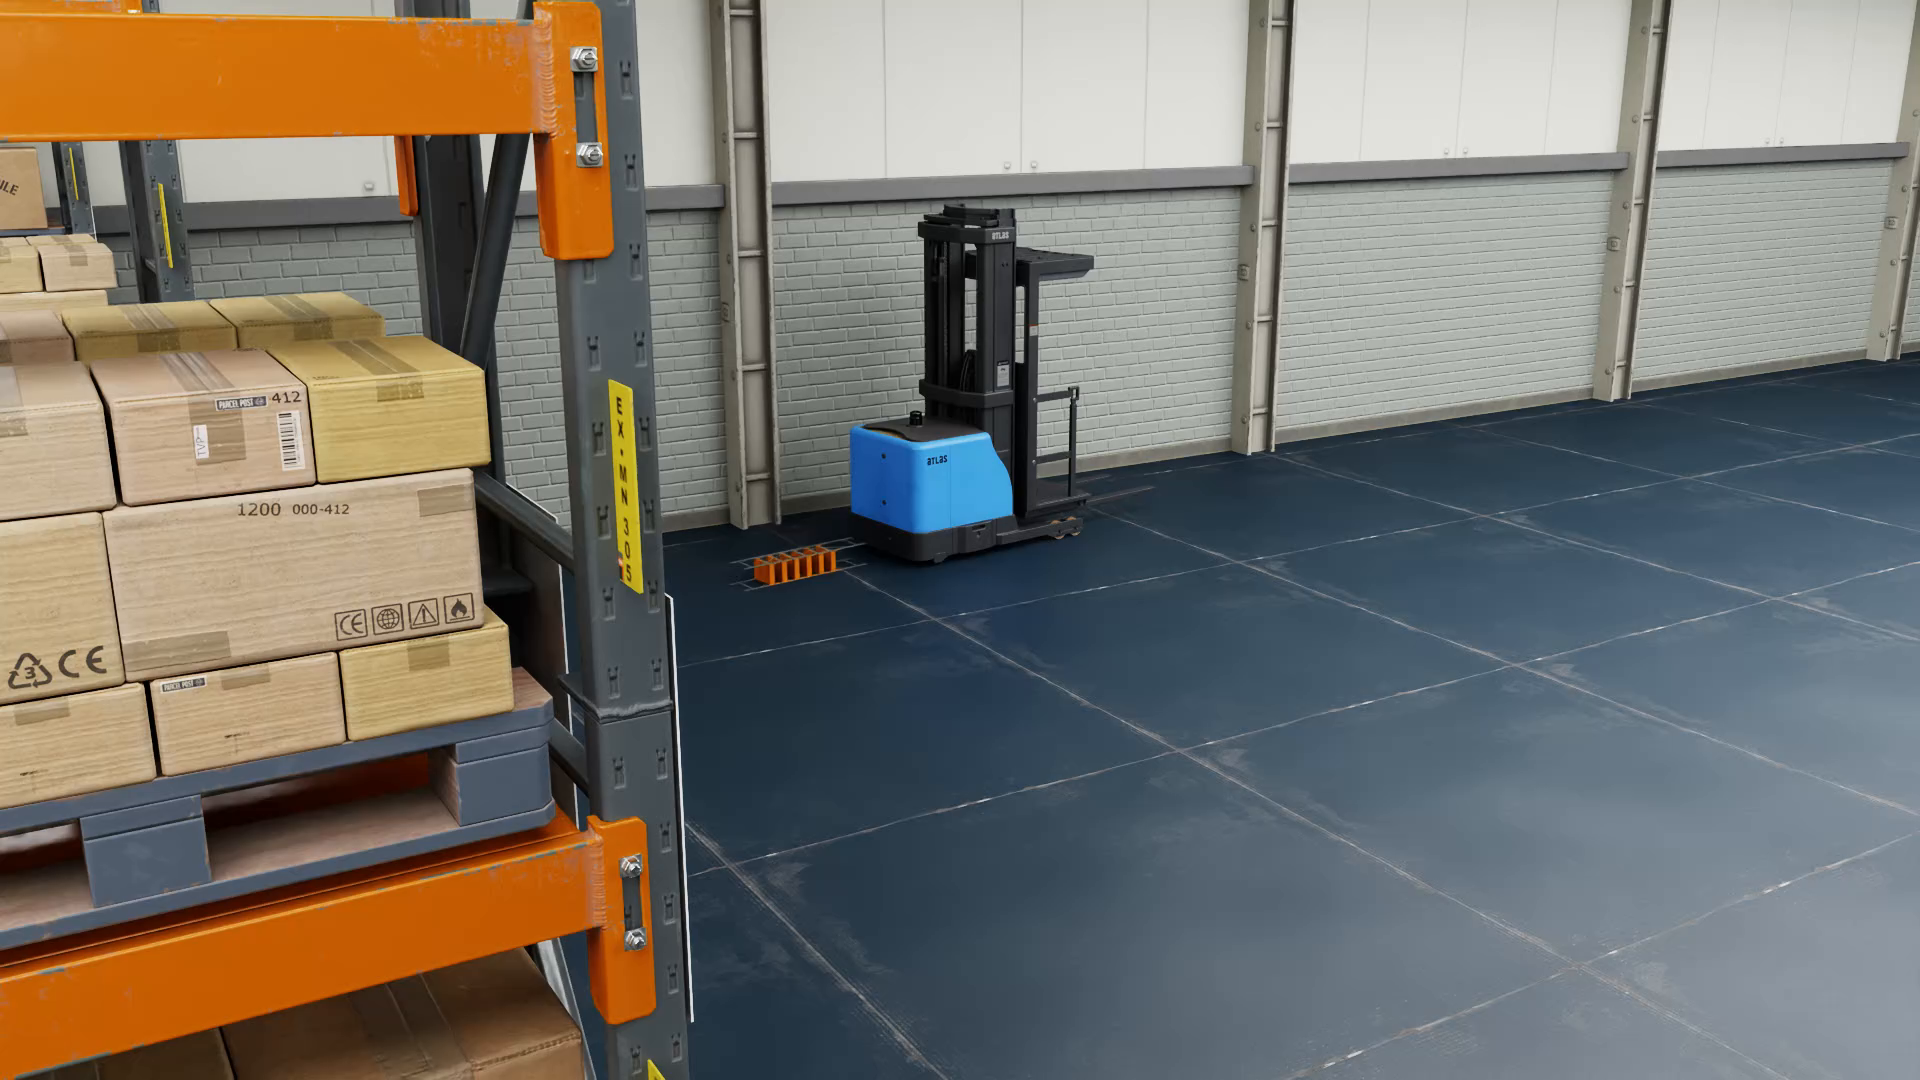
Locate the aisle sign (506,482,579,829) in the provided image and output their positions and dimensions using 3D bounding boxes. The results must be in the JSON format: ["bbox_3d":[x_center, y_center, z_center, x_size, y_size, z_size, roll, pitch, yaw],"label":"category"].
[{"bbox_3d":[-0.884,0.291,3.498,0.004,0.787,0.394,-9,18,-30],"label":"aisle sign"}]

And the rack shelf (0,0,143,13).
[{"bbox_3d":[-5.141,-1.772,5.898,4.000,0.370,1.077,-9,18,-30],"label":"rack shelf"}]

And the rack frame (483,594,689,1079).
[{"bbox_3d":[-0.791,1.622,3.566,0.127,3.000,1.000,-9,18,-30],"label":"rack frame"}]

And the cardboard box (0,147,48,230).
[{"bbox_3d":[-6.240,-2.282,10.788,0.500,0.500,0.500,-9,18,-28],"label":"cardboard box"}]

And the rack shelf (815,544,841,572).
[{"bbox_3d":[-1.116,0.147,14.015,0.103,0.180,0.258,-12,20,-36],"label":"rack shelf"}]

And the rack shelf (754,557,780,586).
[{"bbox_3d":[-1.588,0.251,13.658,0.103,0.180,0.258,-12,20,-36],"label":"rack shelf"}]

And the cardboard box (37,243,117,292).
[{"bbox_3d":[-3.564,-1.101,6.712,0.250,0.149,0.380,-9,18,-29],"label":"cardboard box"}]

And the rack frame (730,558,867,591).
[{"bbox_3d":[-1.339,0.284,13.871,1.200,0.006,0.240,-12,20,-36],"label":"rack frame"}]

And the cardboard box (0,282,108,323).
[{"bbox_3d":[-3.726,-0.891,6.701,0.500,0.250,0.500,-9,18,-30],"label":"cardboard box"}]

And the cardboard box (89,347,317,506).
[{"bbox_3d":[-1.119,-0.176,2.448,0.250,0.149,0.380,-9,18,-29],"label":"cardboard box"}]

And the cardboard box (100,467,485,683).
[{"bbox_3d":[-1.066,-0.011,2.598,0.500,0.250,0.500,-9,18,-29],"label":"cardboard box"}]

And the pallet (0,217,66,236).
[{"bbox_3d":[-6.606,-1.967,10.975,1.213,0.211,1.003,-9,18,-30],"label":"pallet"}]

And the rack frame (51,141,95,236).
[{"bbox_3d":[-5.986,-3.546,10.887,0.127,3.000,1.000,-9,18,-30],"label":"rack frame"}]

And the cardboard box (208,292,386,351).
[{"bbox_3d":[-1.241,-0.363,3.115,0.250,0.149,0.380,-9,18,-29],"label":"cardboard box"}]

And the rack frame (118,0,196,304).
[{"bbox_3d":[-3.427,-2.398,6.792,0.127,3.000,1.000,-9,18,-30],"label":"rack frame"}]

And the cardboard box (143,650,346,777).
[{"bbox_3d":[-1.118,0.208,2.556,0.250,0.149,0.380,-9,18,-29],"label":"cardboard box"}]

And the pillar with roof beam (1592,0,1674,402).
[{"bbox_3d":[10.599,-5.164,16.658,0.400,9.000,9.100,-9,18,-30],"label":"pillar with roof beam"}]

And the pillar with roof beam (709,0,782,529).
[{"bbox_3d":[0.313,-3.496,10.708,0.400,9.000,9.100,-9,18,-30],"label":"pillar with roof beam"}]

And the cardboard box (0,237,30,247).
[{"bbox_3d":[-4.044,-1.176,6.977,0.250,0.149,0.380,-9,18,-30],"label":"cardboard box"}]

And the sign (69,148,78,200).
[{"bbox_3d":[-5.719,-2.362,10.728,0.005,0.325,0.100,-9,18,-30],"label":"sign"}]

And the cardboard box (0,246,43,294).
[{"bbox_3d":[-3.805,-1.074,6.616,0.250,0.149,0.380,-9,18,-29],"label":"cardboard box"}]

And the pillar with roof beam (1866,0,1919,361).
[{"bbox_3d":[15.742,-5.998,19.634,0.400,9.000,9.100,-9,18,-30],"label":"pillar with roof beam"}]

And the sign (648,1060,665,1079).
[{"bbox_3d":[-0.523,1.078,2.923,0.005,0.325,0.100,-9,18,-30],"label":"sign"}]

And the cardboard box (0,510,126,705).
[{"bbox_3d":[-1.496,0.058,2.350,0.500,0.250,0.500,-9,18,-30],"label":"cardboard box"}]

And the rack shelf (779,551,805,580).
[{"bbox_3d":[-1.399,0.209,13.801,0.103,0.180,0.258,-12,20,-36],"label":"rack shelf"}]

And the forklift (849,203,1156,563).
[{"bbox_3d":[0.490,-1.518,14.894,3.031,2.935,1.130,-12,20,-37],"label":"forklift"}]

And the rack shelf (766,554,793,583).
[{"bbox_3d":[-1.493,0.230,13.730,0.103,0.180,0.258,-12,20,-36],"label":"rack shelf"}]

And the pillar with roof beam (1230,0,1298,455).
[{"bbox_3d":[5.456,-4.330,13.683,0.400,9.000,9.100,-9,18,-30],"label":"pillar with roof beam"}]

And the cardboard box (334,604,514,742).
[{"bbox_3d":[-0.901,0.173,2.680,0.250,0.149,0.380,-9,18,-30],"label":"cardboard box"}]

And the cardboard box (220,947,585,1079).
[{"bbox_3d":[-1.129,1.072,3.248,0.550,0.550,0.875,-9,18,-30],"label":"cardboard box"}]

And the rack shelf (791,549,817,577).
[{"bbox_3d":[-1.305,0.189,13.872,0.103,0.180,0.258,-12,20,-36],"label":"rack shelf"}]

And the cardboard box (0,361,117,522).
[{"bbox_3d":[-1.339,-0.140,2.321,0.250,0.149,0.380,-9,18,-29],"label":"cardboard box"}]

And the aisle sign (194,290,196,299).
[{"bbox_3d":[-3.224,-0.702,7.042,0.004,0.787,0.394,-9,18,-30],"label":"aisle sign"}]

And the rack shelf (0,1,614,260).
[{"bbox_3d":[-2.505,-0.450,1.916,4.000,0.370,1.077,-9,18,-30],"label":"rack shelf"}]

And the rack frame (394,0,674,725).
[{"bbox_3d":[-0.791,-1.267,2.756,0.127,3.000,1.000,-9,18,-30],"label":"rack frame"}]

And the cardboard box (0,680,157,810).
[{"bbox_3d":[-1.337,0.244,2.428,0.250,0.149,0.380,-9,18,-29],"label":"cardboard box"}]

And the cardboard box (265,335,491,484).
[{"bbox_3d":[-0.905,-0.210,2.570,0.250,0.149,0.380,-9,18,-29],"label":"cardboard box"}]

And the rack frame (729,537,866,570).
[{"bbox_3d":[-1.340,0.108,13.821,1.200,0.006,0.240,-12,20,-36],"label":"rack frame"}]

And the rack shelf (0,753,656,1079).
[{"bbox_3d":[-2.505,0.802,2.267,4.000,0.370,1.077,-9,18,-30],"label":"rack shelf"}]

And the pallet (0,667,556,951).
[{"bbox_3d":[-1.421,0.326,2.797,1.213,0.211,1.003,-9,18,-30],"label":"pallet"}]

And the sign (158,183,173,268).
[{"bbox_3d":[-3.158,-1.249,6.609,0.005,0.325,0.100,-9,18,-30],"label":"sign"}]

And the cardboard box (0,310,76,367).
[{"bbox_3d":[-1.675,-0.293,2.864,0.250,0.149,0.380,-9,18,-30],"label":"cardboard box"}]

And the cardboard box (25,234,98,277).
[{"bbox_3d":[-3.836,-1.214,7.115,0.250,0.149,0.380,-9,18,-30],"label":"cardboard box"}]

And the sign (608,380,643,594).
[{"bbox_3d":[-0.523,-0.083,2.598,0.005,0.325,0.100,-9,18,-30],"label":"sign"}]

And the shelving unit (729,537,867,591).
[{"bbox_3d":[-1.340,0.196,13.846,1.200,0.189,0.258,-12,20,-36],"label":"shelving unit"}]

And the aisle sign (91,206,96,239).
[{"bbox_3d":[-5.779,-1.850,11.136,0.004,0.787,0.394,-9,18,-30],"label":"aisle sign"}]

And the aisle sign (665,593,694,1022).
[{"bbox_3d":[-0.575,0.430,3.003,0.004,0.787,0.394,-9,18,-30],"label":"aisle sign"}]

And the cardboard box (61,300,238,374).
[{"bbox_3d":[-1.456,-0.328,2.991,0.250,0.149,0.380,-9,18,-29],"label":"cardboard box"}]

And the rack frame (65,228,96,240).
[{"bbox_3d":[-5.986,-0.657,11.697,0.127,3.000,1.000,-9,18,-30],"label":"rack frame"}]

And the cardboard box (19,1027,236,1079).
[{"bbox_3d":[-1.553,1.170,2.899,0.550,0.550,0.875,-9,18,-30],"label":"cardboard box"}]

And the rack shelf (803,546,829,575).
[{"bbox_3d":[-1.211,0.168,13.944,0.103,0.180,0.258,-12,20,-36],"label":"rack shelf"}]
